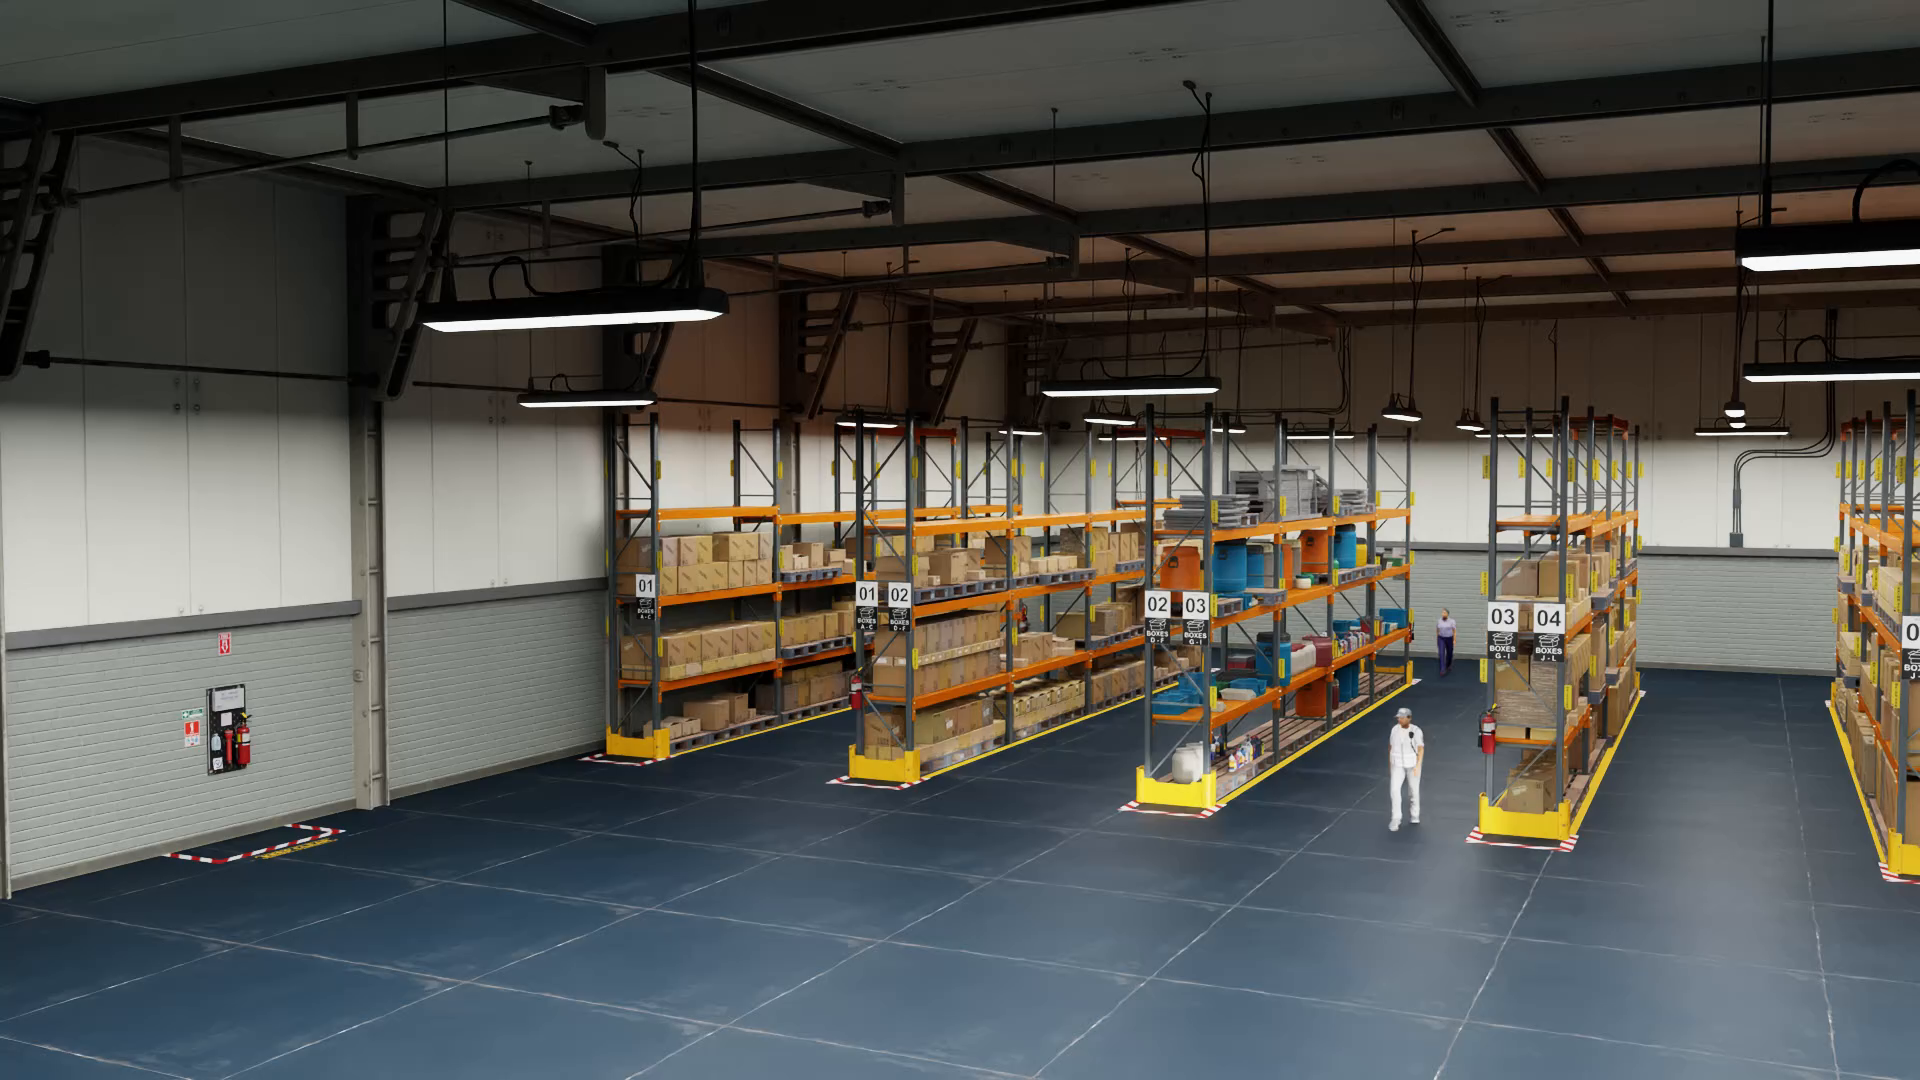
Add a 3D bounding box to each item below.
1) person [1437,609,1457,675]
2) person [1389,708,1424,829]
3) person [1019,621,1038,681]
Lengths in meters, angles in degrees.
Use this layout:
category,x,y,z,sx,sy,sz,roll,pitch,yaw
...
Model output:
category,x,y,z,sx,sy,sz,roll,pitch,yaw
person,11.895,2.481,40.648,0.463,1.580,1.016,0,2,10
person,6.252,3.184,23.356,0.512,1.647,0.811,1,3,27
person,1.561,2.625,37.090,0.507,1.654,0.594,2,3,38
